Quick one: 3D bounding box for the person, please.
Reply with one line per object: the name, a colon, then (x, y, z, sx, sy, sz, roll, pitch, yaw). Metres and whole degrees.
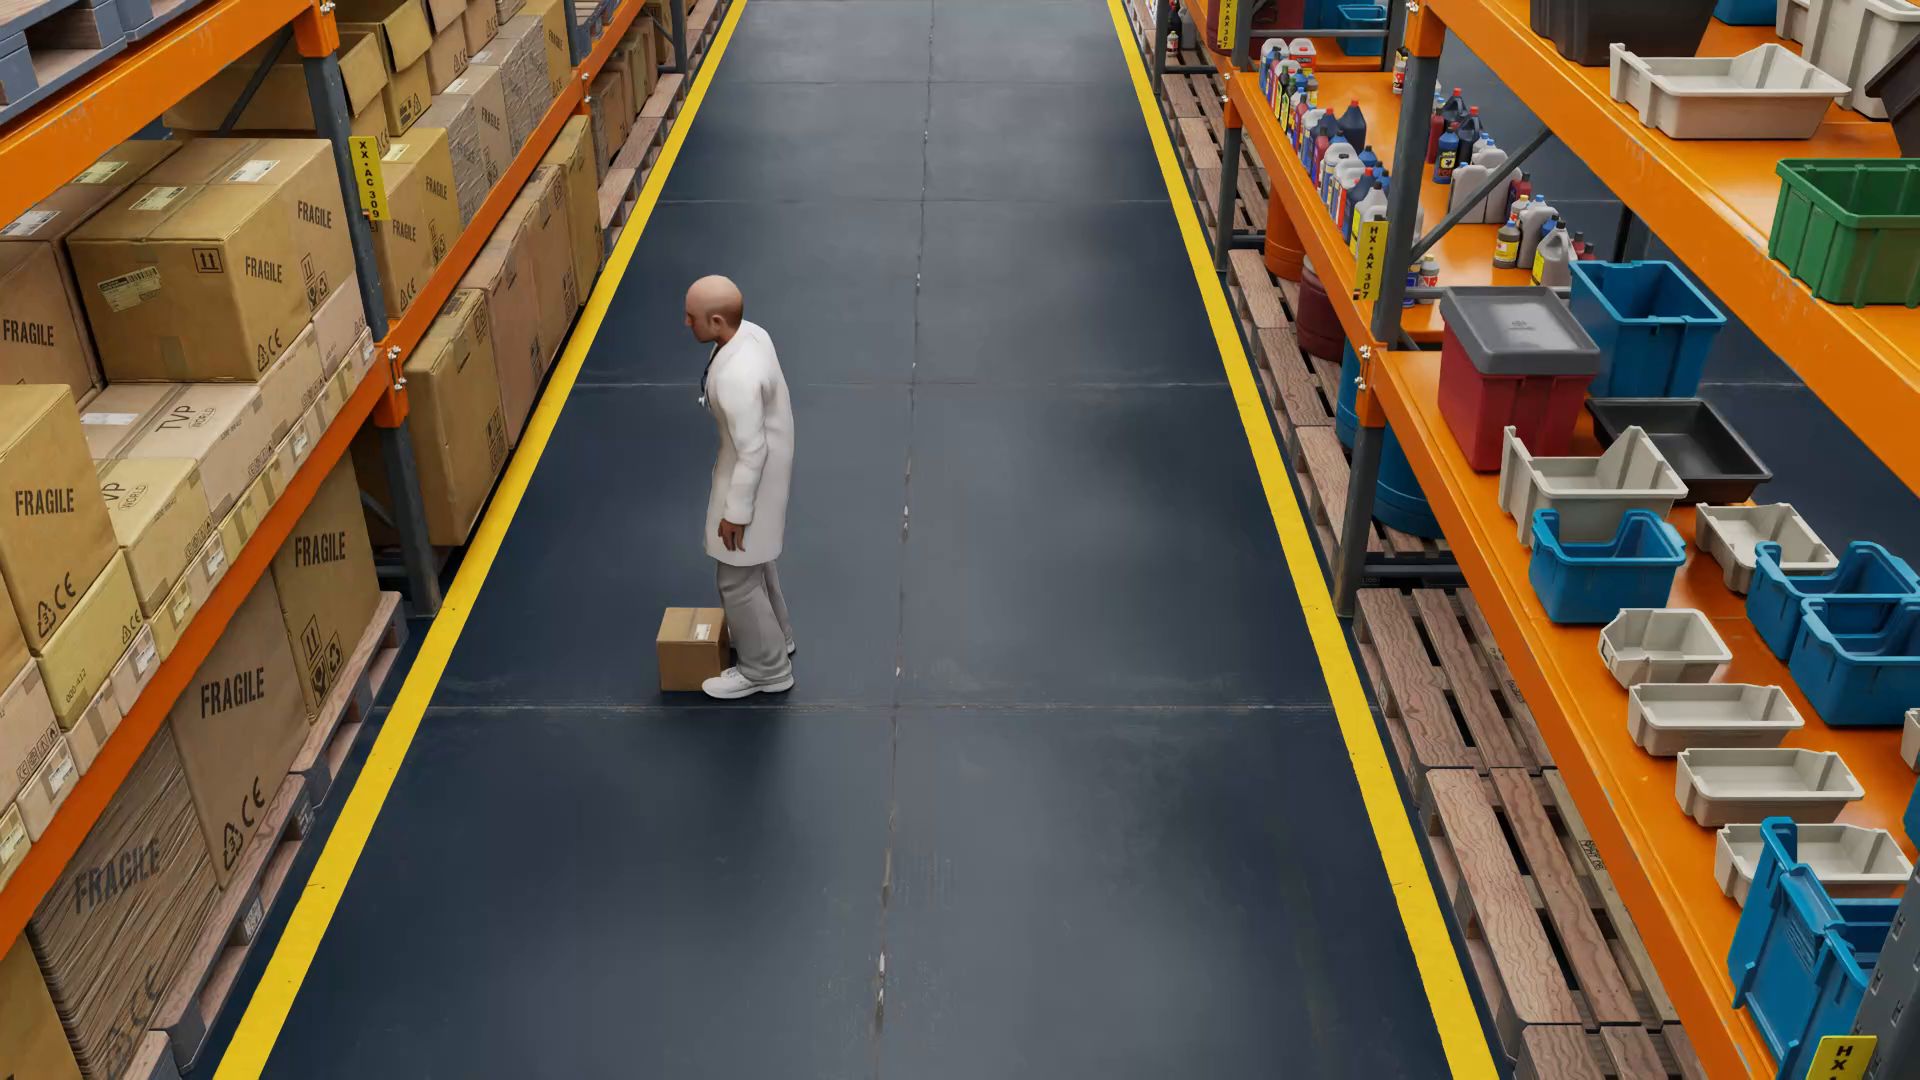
person: (-0.848, -0.205, 6.489, 0.427, 1.773, 0.633, -1, 31, -2)
